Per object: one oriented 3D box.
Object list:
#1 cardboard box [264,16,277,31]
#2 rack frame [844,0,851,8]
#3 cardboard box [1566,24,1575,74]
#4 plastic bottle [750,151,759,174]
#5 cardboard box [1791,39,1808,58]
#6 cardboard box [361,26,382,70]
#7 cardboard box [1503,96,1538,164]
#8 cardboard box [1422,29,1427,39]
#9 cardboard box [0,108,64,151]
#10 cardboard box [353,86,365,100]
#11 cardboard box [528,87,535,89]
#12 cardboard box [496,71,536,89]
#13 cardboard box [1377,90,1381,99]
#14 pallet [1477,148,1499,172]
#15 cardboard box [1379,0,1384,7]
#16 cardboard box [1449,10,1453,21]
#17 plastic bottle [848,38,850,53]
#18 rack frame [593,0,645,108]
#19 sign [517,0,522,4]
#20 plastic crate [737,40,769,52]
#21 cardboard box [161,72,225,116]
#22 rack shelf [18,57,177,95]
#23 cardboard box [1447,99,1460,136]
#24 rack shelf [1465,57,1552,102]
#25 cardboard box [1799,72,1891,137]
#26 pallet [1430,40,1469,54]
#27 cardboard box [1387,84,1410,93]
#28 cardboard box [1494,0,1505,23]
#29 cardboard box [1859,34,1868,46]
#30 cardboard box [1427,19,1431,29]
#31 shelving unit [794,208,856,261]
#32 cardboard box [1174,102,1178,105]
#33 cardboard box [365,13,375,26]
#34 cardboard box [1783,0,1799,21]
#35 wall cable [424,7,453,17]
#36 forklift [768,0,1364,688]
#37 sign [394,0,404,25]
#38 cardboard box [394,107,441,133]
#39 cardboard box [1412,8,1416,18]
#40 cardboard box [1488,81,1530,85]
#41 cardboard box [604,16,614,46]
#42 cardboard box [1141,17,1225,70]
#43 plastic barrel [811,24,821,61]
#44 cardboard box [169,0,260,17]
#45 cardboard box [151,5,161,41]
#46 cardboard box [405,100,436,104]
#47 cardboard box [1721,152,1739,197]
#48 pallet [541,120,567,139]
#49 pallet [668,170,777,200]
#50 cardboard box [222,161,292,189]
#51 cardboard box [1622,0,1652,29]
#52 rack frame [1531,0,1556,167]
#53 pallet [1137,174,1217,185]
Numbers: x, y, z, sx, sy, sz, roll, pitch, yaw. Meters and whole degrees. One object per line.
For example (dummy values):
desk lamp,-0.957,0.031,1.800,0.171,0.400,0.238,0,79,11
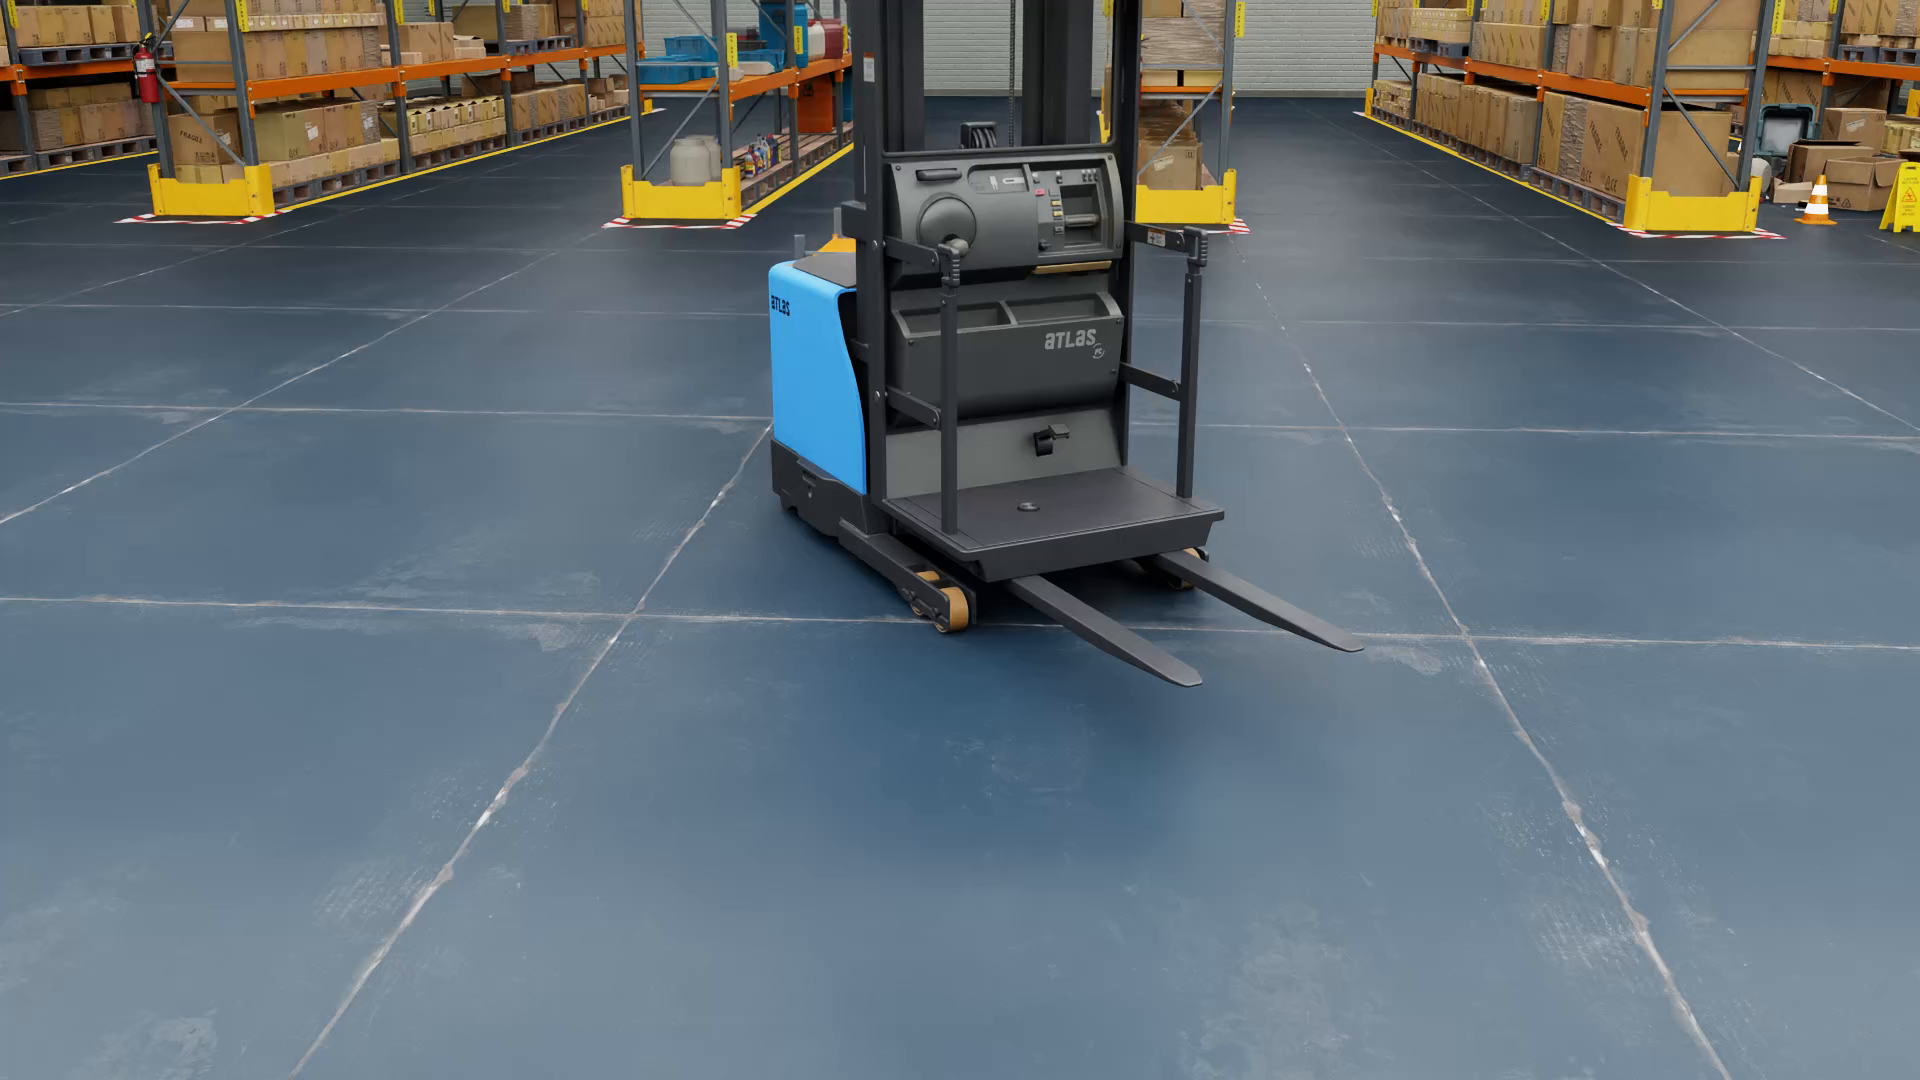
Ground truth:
cardboard box,-7.460,-5.459,17.563,0.380,0.149,0.250,1,18,4
rack frame,-1.934,-8.442,27.868,0.949,2.616,0.053,1,18,4
cardboard box,7.338,-5.489,18.618,0.875,0.550,0.550,1,18,4
plastic bottle,-2.332,-4.290,18.873,0.097,0.271,0.097,0,18,0
cardboard box,12.399,-7.118,24.070,0.500,0.250,0.500,2,18,5
cardboard box,-7.477,-5.978,20.190,0.700,0.500,0.500,1,18,2
cardboard box,7.324,-5.030,20.394,1.050,0.750,0.750,1,18,4
cardboard box,7.383,-7.836,25.750,0.380,0.149,0.250,0,18,1
cardboard box,-12.356,-5.428,21.980,0.700,0.500,0.500,2,18,6
cardboard box,-11.554,-8.386,31.037,0.700,0.500,0.500,1,18,2
cardboard box,-7.226,-7.109,27.109,0.500,0.500,0.500,2,18,5
cardboard box,-7.227,-7.476,27.024,0.500,0.250,0.500,1,18,4
cardboard box,7.860,-8.177,30.486,0.380,0.149,0.250,1,18,4
pallet,7.434,-5.001,21.845,1.003,0.211,1.213,1,18,4
cardboard box,7.933,-9.962,30.264,0.500,0.500,0.500,1,18,4
cardboard box,7.254,-7.550,23.921,0.380,0.149,0.250,1,18,3
plastic bottle,-1.752,-7.660,25.688,0.097,0.271,0.097,0,18,0
rack frame,-6.591,-9.796,32.001,1.000,3.000,0.127,1,18,4
sign,-7.420,-8.975,28.104,0.100,0.325,0.005,1,18,4
plastic crate,-2.675,-5.768,19.808,0.767,0.338,0.504,1,18,4
cardboard box,-11.922,-6.824,25.710,0.750,0.750,0.750,1,18,3
rack shelf,-12.249,-6.458,22.968,1.077,0.370,4.000,1,18,4
cardboard box,7.442,-6.169,24.271,0.500,0.500,0.500,1,18,4
rack shelf,7.513,-5.984,21.522,1.077,0.370,4.000,1,18,4
cardboard box,12.733,-6.270,23.979,0.875,0.875,0.875,1,18,3
pallet,7.757,-7.471,25.215,1.003,0.211,1.213,1,18,4
cardboard box,7.778,-7.995,29.452,0.380,0.149,0.250,2,18,5
cardboard box,7.579,-7.173,22.231,0.700,0.500,0.500,1,18,3
cardboard box,12.272,-6.680,22.221,0.380,0.149,0.250,0,18,0
cardboard box,7.367,-7.891,25.439,0.380,0.149,0.250,1,18,3
shelving unit,-0.445,-0.992,8.143,0.538,1.125,1.048,2,18,6
cardboard box,2.688,-5.901,23.424,0.700,0.500,0.500,0,18,1
cardboard box,-7.277,-6.259,20.004,0.380,0.149,0.250,1,18,3
cardboard box,12.448,-7.870,24.358,0.500,0.500,0.500,1,18,4
wall cable,-10.770,-13.029,37.221,3.097,2.526,0.112,1,18,4
forklift,0.283,-1.219,5.935,1.130,2.935,3.031,-9,20,-25
sign,-6.898,-6.506,20.443,0.100,0.325,0.005,1,18,4
cardboard box,-7.132,-5.506,21.751,0.500,0.311,0.500,1,18,3
cardboard box,7.456,-8.440,26.636,0.380,0.149,0.250,2,18,7
cardboard box,7.947,-6.524,24.150,0.500,0.250,0.500,0,18,1
cardboard box,-6.498,-9.068,29.618,0.500,0.500,0.500,1,18,4
cardboard box,2.209,-4.963,16.615,0.875,0.500,0.500,1,18,4
plastic barrel,-2.115,-6.797,22.671,0.421,0.512,0.421,0,18,0
cardboard box,-7.688,-5.652,17.110,0.700,0.500,0.500,1,18,4
cardboard box,-12.129,-7.531,24.222,0.700,0.500,0.500,-1,18,-3
cardboard box,-7.563,-5.993,23.235,0.500,0.311,0.500,1,18,2
cardboard box,8.282,-4.013,18.362,0.500,0.500,0.500,4,19,13
pallet,-6.983,-6.595,26.711,1.003,0.211,1.213,1,18,4
pallet,-2.685,-4.044,18.927,1.003,0.211,1.213,1,18,4
cardboard box,-7.478,-3.881,17.691,0.500,0.250,0.500,1,18,4
cardboard box,7.095,-5.334,16.409,0.875,0.550,0.550,1,18,4
rack frame,7.369,-5.704,19.515,1.000,3.000,0.127,1,18,4
pallet,2.332,-3.932,18.584,1.003,0.211,1.213,1,18,4
